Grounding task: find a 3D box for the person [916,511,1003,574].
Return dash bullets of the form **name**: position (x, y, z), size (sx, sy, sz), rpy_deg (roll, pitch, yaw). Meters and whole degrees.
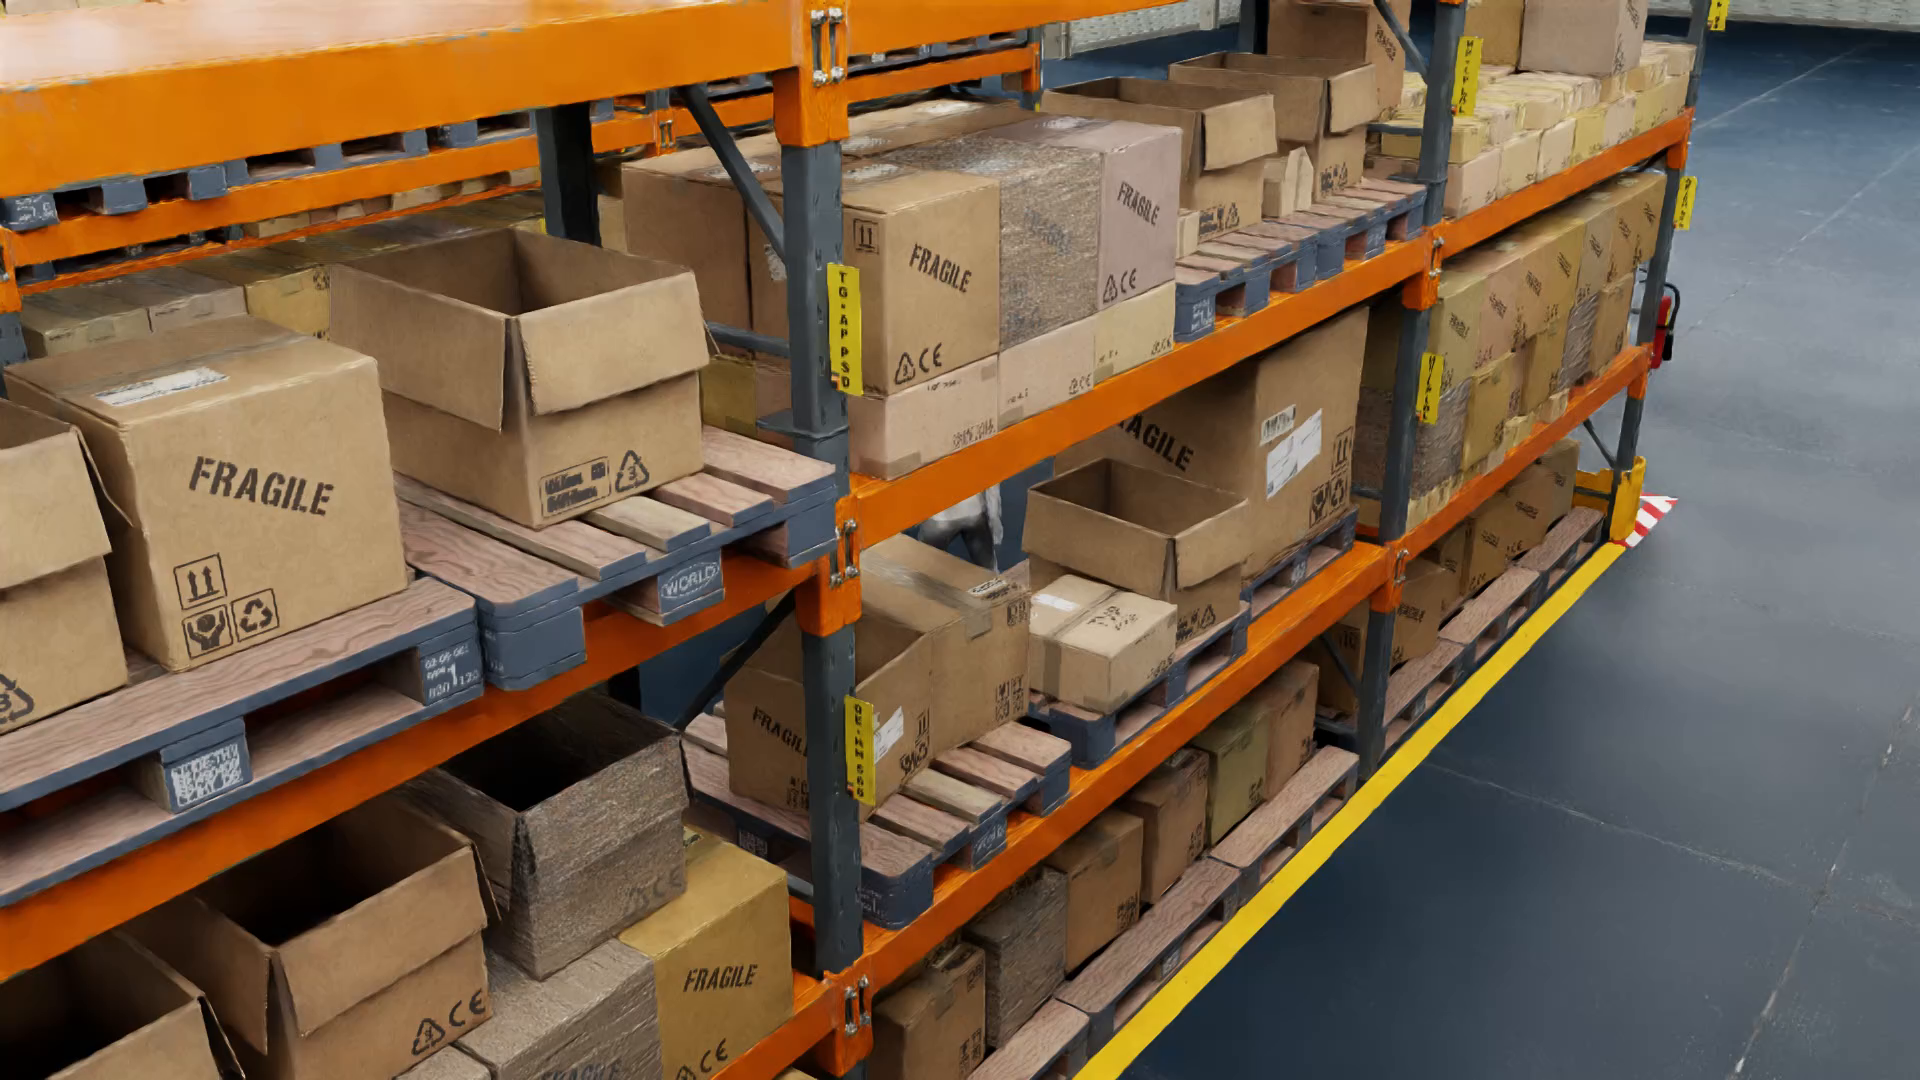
- **person**: position (0.026, -0.177, 9.397), size (0.540, 1.585, 0.475), rpy_deg (-10, 26, -22)
